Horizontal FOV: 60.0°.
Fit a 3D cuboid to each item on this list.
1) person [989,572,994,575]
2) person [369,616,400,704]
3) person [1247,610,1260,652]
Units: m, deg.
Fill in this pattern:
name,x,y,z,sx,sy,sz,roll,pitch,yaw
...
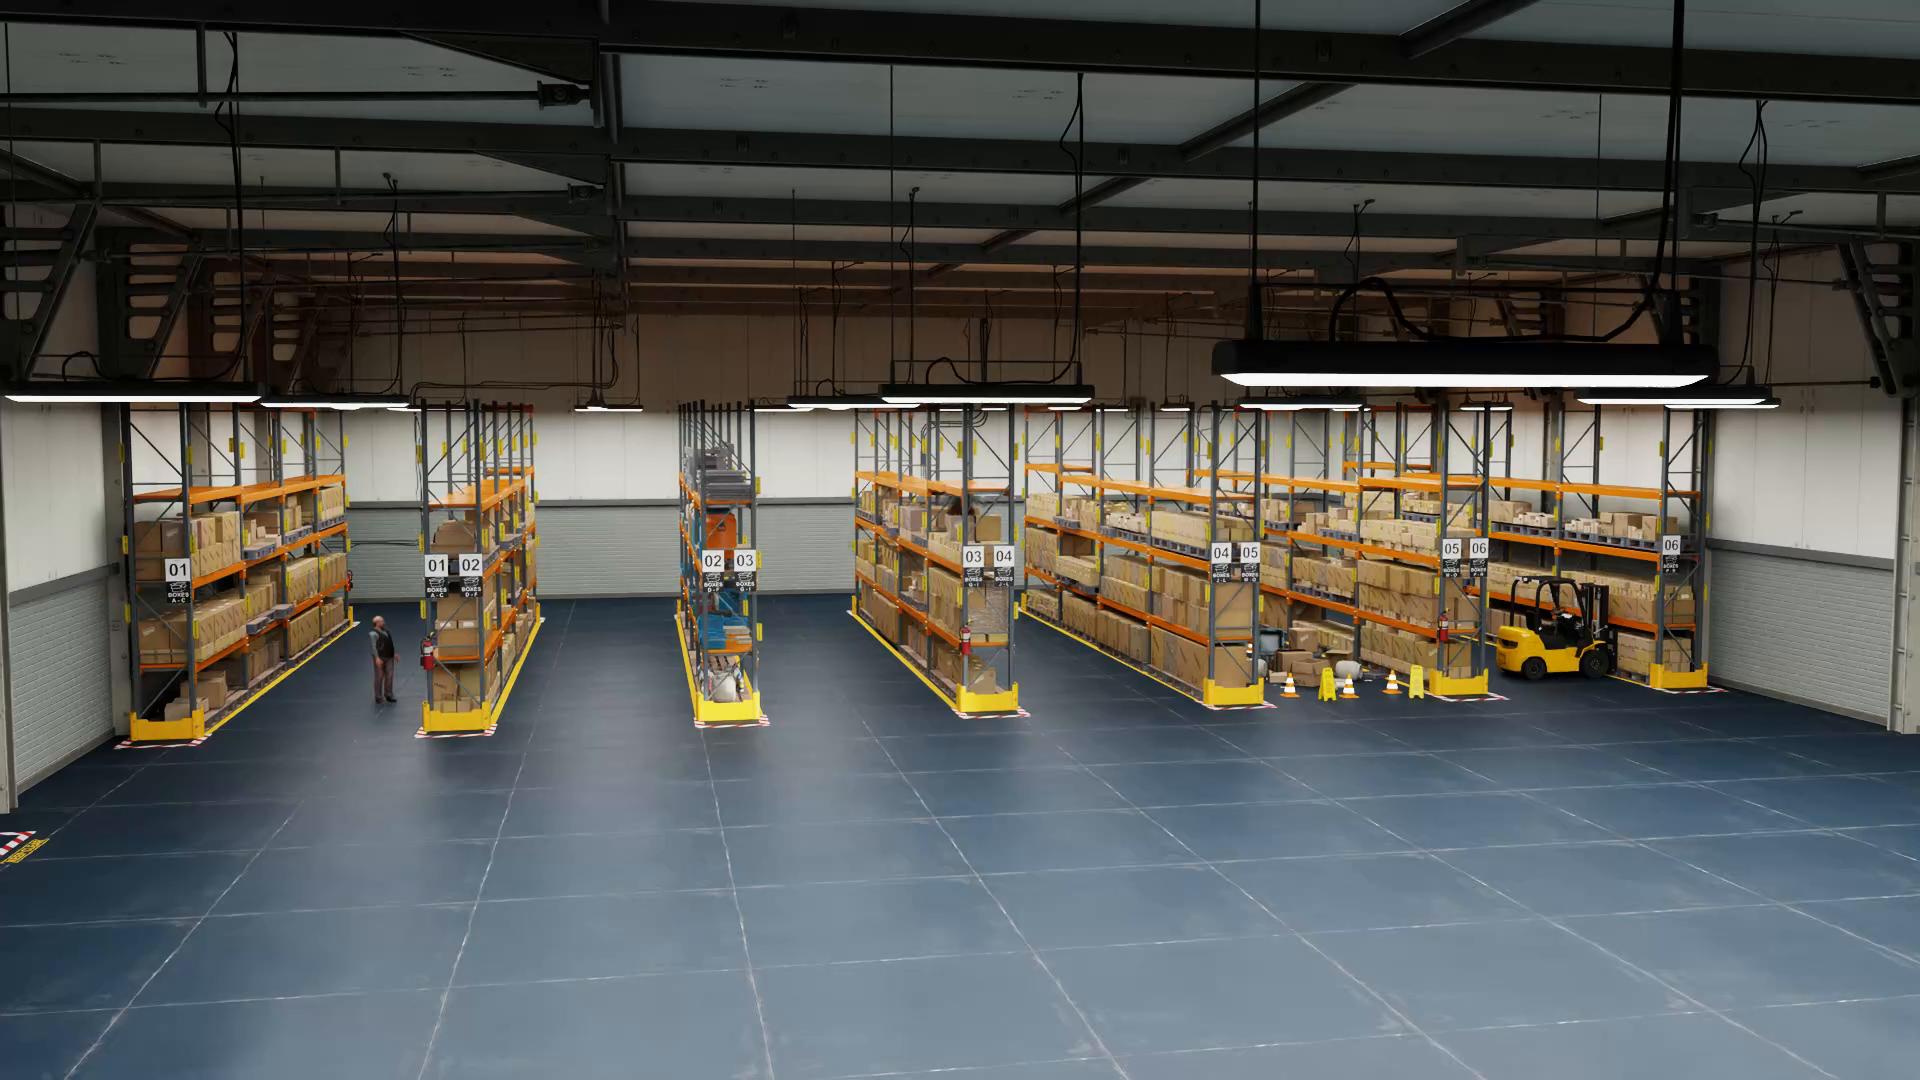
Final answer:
name,x,y,z,sx,sy,sz,roll,pitch,yaw
person,0.980,1.399,46.581,0.566,1.667,0.948,-1,4,-8
person,-11.484,2.387,33.174,0.485,1.736,0.576,3,5,33
person,7.014,1.895,39.795,0.337,1.653,0.503,0,4,-3
